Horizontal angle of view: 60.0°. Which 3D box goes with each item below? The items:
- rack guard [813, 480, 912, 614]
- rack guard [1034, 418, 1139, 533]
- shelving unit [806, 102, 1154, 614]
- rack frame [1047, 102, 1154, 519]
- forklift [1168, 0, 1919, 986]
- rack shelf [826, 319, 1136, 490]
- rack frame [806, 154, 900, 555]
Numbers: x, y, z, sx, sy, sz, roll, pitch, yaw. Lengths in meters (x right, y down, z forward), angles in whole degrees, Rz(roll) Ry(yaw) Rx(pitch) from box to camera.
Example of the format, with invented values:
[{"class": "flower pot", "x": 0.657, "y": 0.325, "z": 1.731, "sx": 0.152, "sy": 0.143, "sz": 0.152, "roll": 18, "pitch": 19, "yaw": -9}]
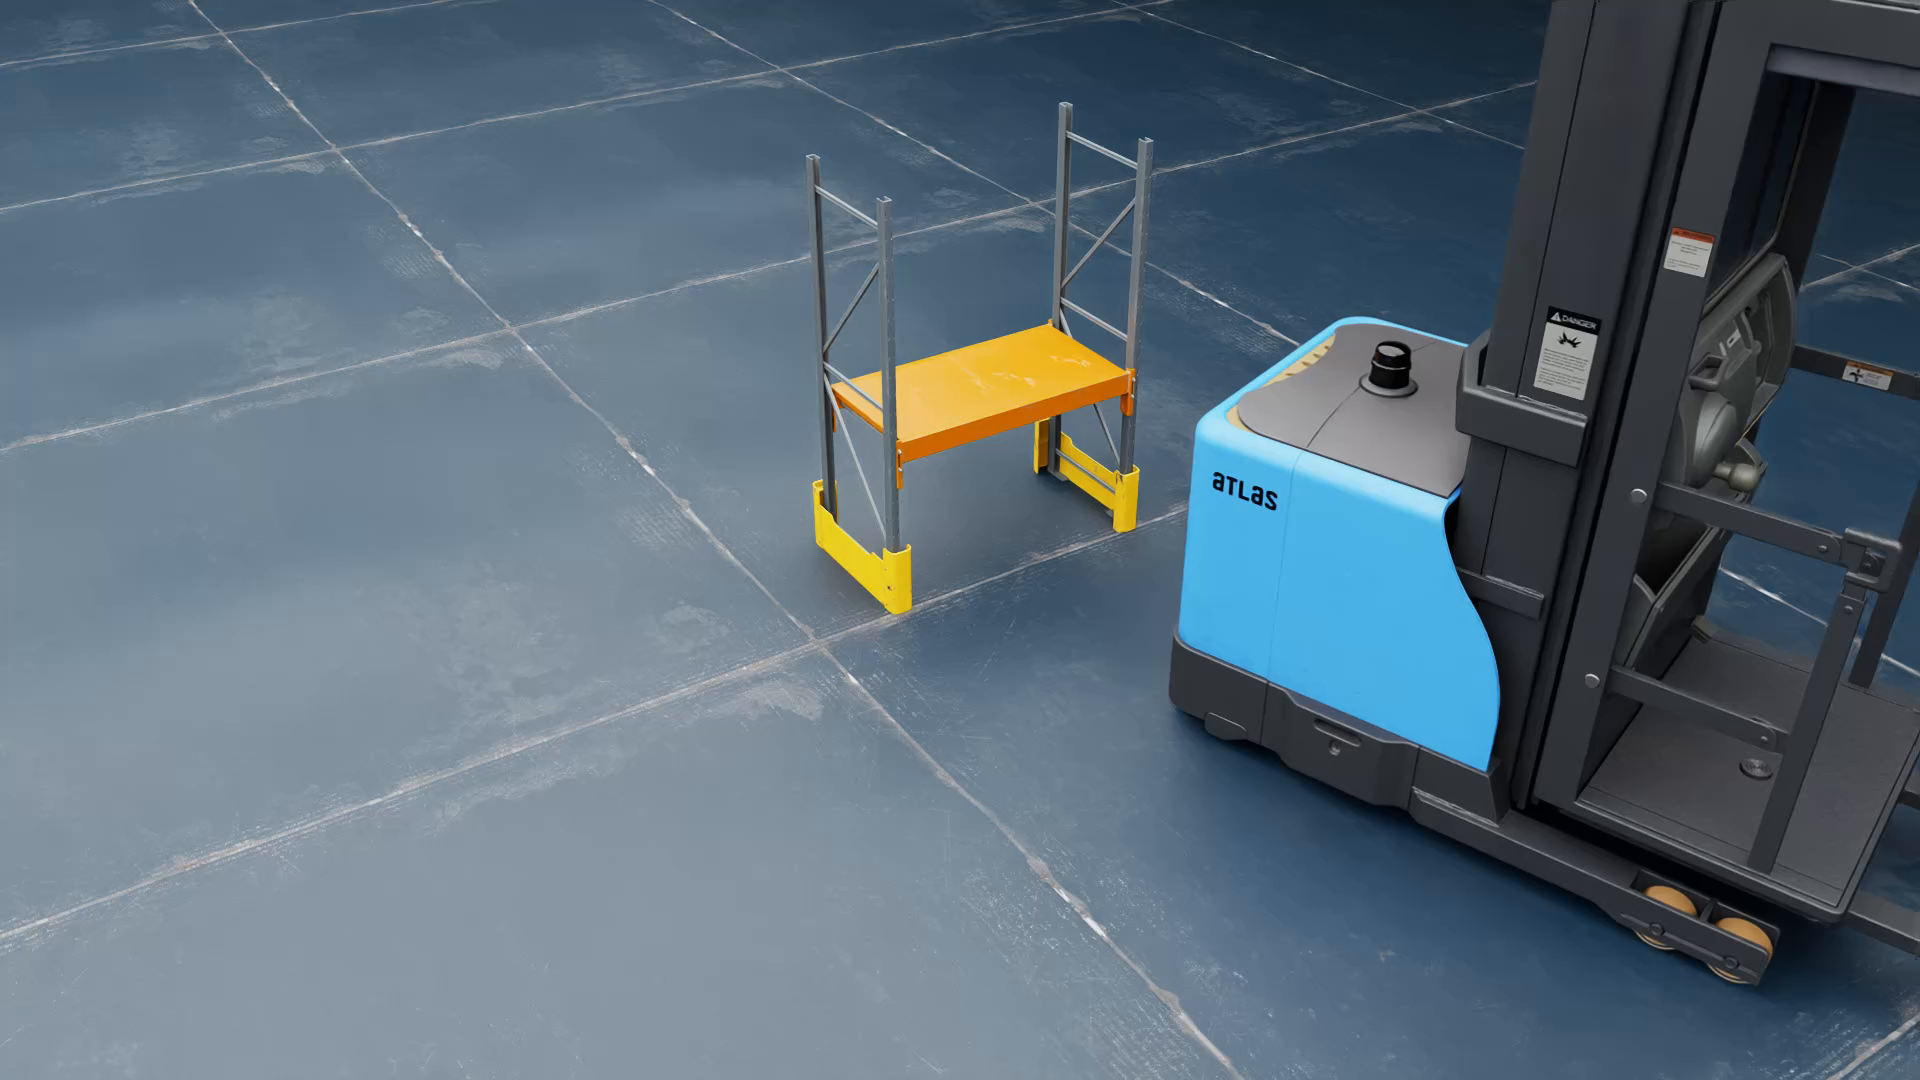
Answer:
[{"class": "rack guard", "x": -0.355, "y": 0.016, "z": 5.990, "sx": 0.087, "sy": 0.250, "sz": 0.587, "roll": -19, "pitch": 37, "yaw": -27}, {"class": "rack guard", "x": 0.483, "y": -0.272, "z": 6.446, "sx": 0.087, "sy": 0.250, "sz": 0.587, "roll": -19, "pitch": 37, "yaw": -27}, {"class": "shelving unit", "x": 0.064, "y": -0.656, "z": 5.885, "sx": 1.083, "sy": 1.500, "sz": 0.587, "roll": -19, "pitch": 37, "yaw": -27}, {"class": "rack frame", "x": 0.499, "y": -0.806, "z": 6.122, "sx": 0.032, "sy": 1.500, "sz": 0.500, "roll": -19, "pitch": 37, "yaw": -27}, {"class": "forklift", "x": 2.139, "y": -0.393, "z": 4.125, "sx": 3.031, "sy": 2.935, "sz": 1.130, "roll": 23, "pitch": 39, "yaw": 32}, {"class": "rack shelf", "x": 0.072, "y": -0.507, "z": 5.985, "sx": 1.000, "sy": 0.185, "sz": 0.538, "roll": -19, "pitch": 37, "yaw": -27}, {"class": "rack frame", "x": -0.356, "y": -0.512, "z": 5.656, "sx": 0.032, "sy": 1.500, "sz": 0.500, "roll": -19, "pitch": 37, "yaw": -27}]
